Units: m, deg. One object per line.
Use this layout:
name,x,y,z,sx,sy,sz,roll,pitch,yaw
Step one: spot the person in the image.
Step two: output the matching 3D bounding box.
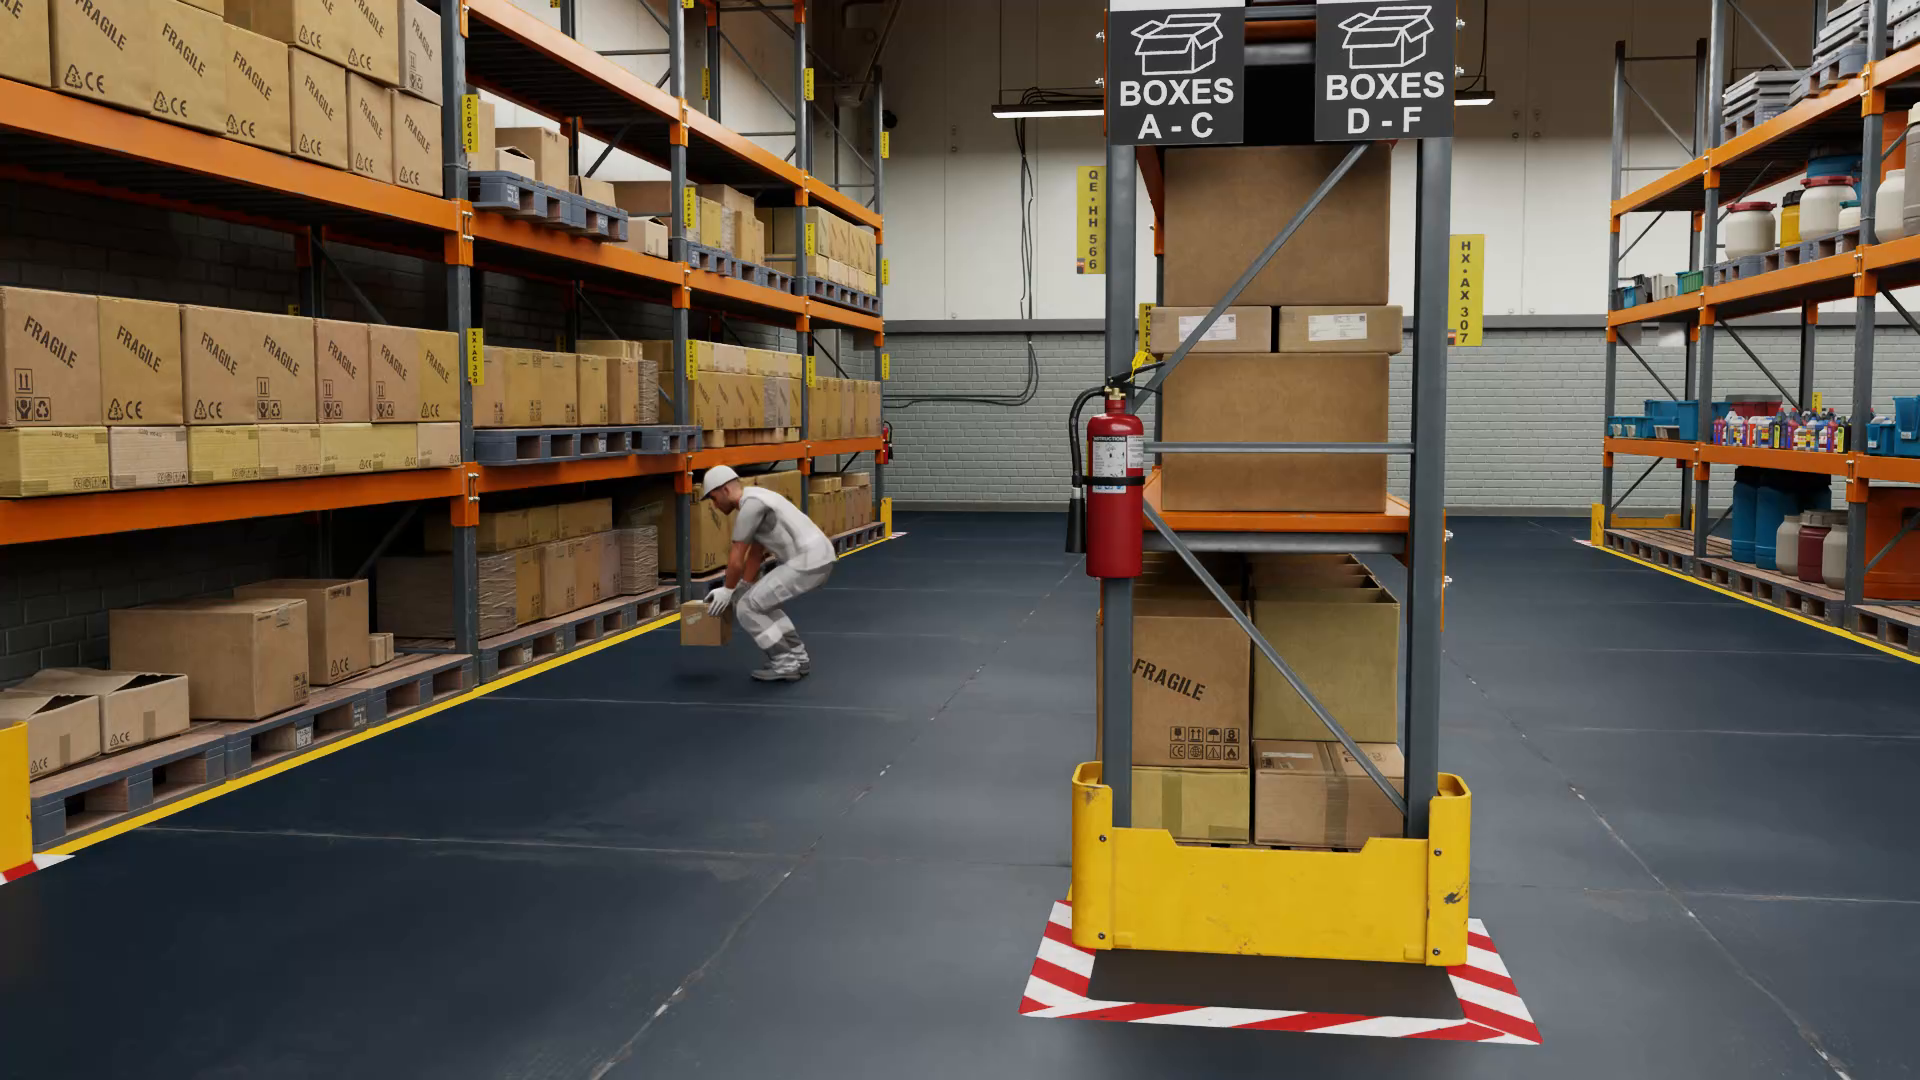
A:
person,-1.172,0.197,10.093,0.816,1.295,0.585,1,4,9
